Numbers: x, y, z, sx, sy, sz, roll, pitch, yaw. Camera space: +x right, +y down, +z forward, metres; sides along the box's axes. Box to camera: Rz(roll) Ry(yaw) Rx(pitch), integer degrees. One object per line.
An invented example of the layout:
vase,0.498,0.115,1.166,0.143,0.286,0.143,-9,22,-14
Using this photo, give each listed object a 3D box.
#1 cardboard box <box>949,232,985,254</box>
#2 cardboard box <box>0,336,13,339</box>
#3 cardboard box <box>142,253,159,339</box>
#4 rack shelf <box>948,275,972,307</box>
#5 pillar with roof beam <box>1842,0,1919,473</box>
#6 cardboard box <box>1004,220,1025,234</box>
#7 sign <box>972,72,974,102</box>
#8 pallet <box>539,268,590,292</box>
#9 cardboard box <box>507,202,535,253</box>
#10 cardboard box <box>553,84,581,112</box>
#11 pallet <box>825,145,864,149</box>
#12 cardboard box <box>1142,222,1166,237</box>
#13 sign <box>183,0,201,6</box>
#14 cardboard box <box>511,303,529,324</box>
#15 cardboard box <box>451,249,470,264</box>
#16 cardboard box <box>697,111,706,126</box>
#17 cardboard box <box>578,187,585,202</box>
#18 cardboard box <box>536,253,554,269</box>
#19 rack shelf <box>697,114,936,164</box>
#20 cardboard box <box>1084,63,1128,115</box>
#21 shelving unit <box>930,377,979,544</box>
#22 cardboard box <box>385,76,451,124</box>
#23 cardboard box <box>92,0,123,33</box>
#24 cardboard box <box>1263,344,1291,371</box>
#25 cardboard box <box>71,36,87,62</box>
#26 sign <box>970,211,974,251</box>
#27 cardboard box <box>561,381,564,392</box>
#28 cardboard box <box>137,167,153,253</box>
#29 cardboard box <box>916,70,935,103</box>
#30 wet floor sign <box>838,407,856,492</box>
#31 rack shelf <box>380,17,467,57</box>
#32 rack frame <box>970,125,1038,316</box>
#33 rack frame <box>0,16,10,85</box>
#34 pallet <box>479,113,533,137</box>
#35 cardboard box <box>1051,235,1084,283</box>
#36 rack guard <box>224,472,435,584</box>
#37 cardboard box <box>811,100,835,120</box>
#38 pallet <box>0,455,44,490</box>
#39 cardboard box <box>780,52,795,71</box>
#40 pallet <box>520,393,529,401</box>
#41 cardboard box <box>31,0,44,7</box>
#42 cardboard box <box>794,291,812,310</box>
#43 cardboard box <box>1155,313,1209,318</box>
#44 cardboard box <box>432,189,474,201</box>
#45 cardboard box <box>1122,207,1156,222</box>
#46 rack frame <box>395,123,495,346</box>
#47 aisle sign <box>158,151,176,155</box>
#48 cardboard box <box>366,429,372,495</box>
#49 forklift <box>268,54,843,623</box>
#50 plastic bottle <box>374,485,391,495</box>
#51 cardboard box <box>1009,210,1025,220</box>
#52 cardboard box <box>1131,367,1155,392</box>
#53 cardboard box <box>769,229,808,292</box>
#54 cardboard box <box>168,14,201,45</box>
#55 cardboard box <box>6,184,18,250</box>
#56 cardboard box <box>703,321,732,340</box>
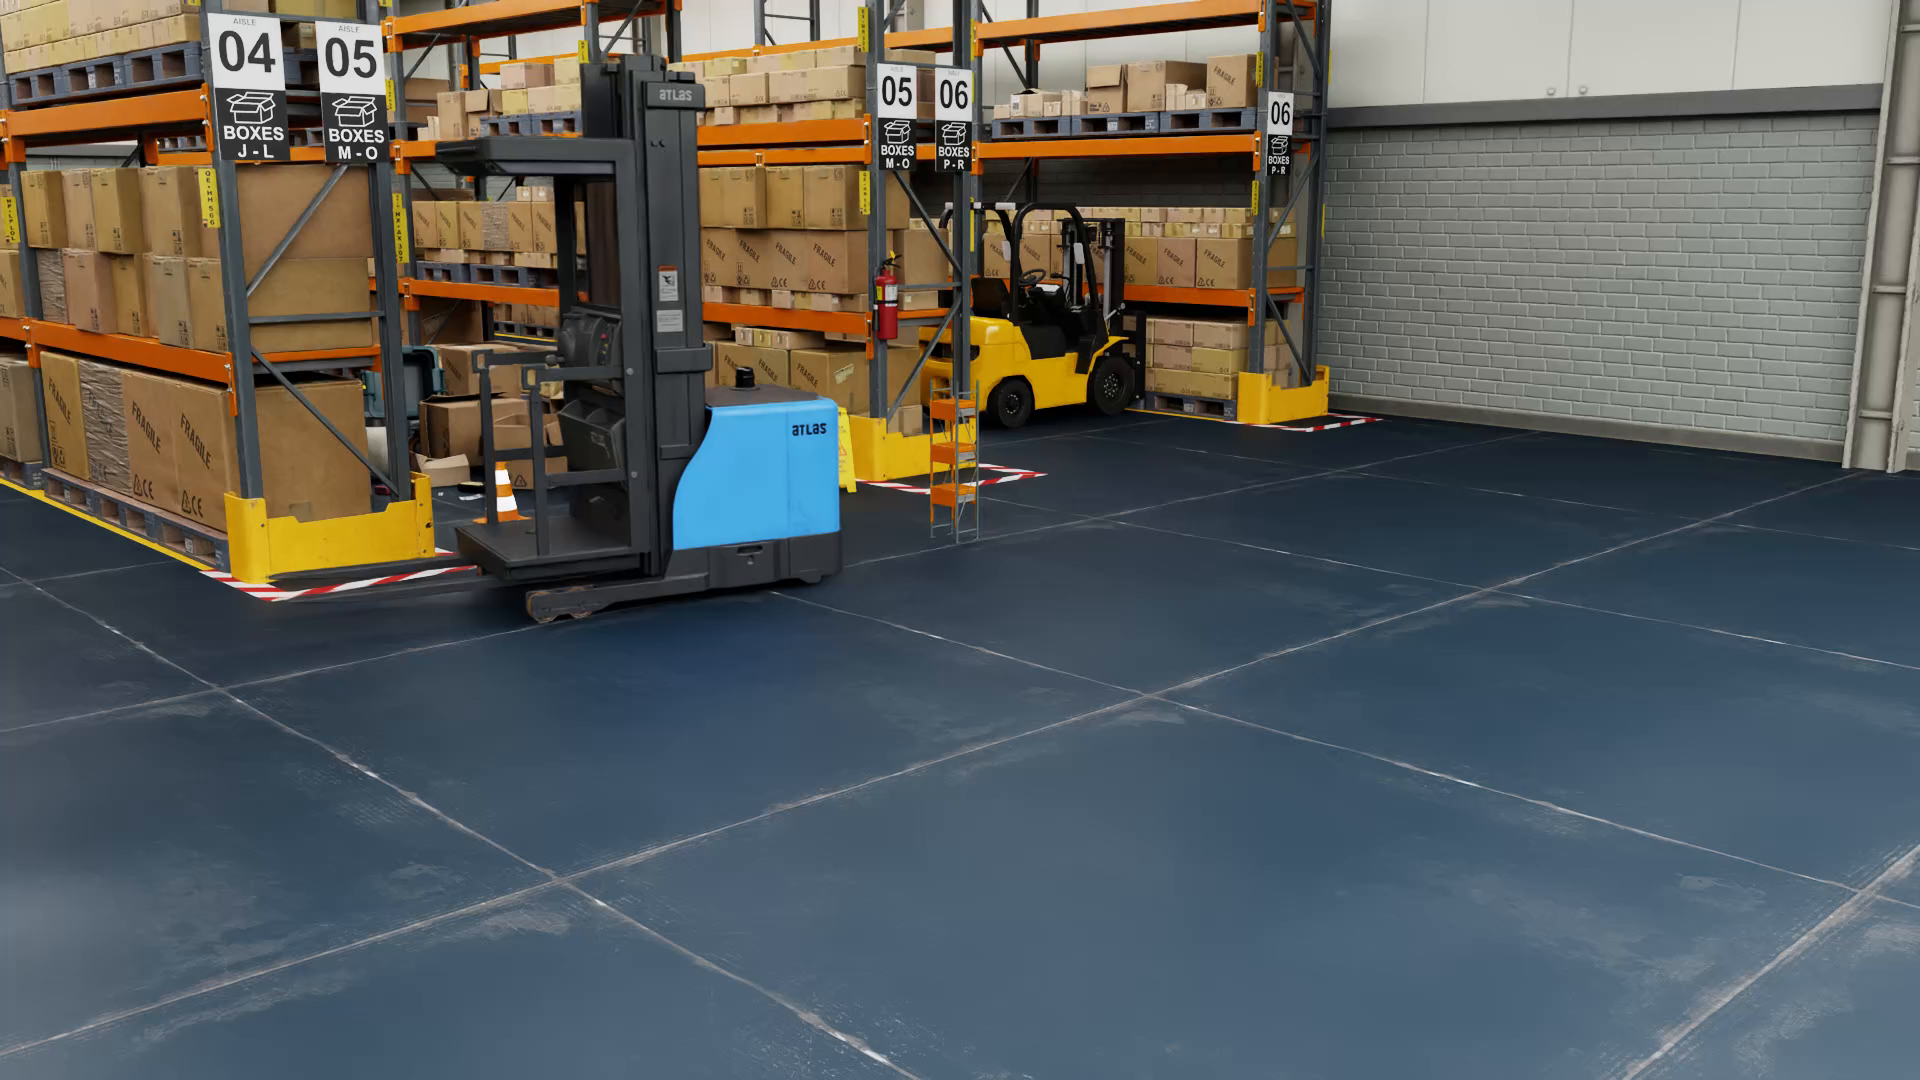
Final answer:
cardboard box,-0.015,-3.505,19.625,0.500,0.250,0.500,-11,16,-44
cardboard box,-8.995,-1.487,15.232,1.050,0.750,0.750,-11,16,-43
cardboard box,-4.807,-1.615,10.946,0.875,0.550,0.550,-11,16,-43
rack shelf,-0.872,-3.237,20.975,1.077,0.370,4.000,-11,16,-43
pillar with roof beam,4.472,-4.404,9.987,9.100,9.000,0.400,-11,16,-43
cardboard box,0.719,-3.544,18.824,0.380,0.149,0.250,-10,16,-41
sign,0.123,-5.097,18.725,0.100,0.325,0.005,-11,16,-43
pallet,-3.501,-2.644,16.784,1.003,0.211,1.213,-11,16,-43
cardboard box,-4.259,-3.190,16.935,0.500,0.500,0.500,-10,15,-41
cardboard box,-3.586,-4.272,16.111,0.500,0.250,0.500,-11,16,-44
pallet,-0.945,-5.009,20.825,1.003,0.211,1.213,-10,15,-40
cardboard box,2.115,-3.242,17.359,0.250,0.149,0.380,11,16,43
sign,-4.228,-3.108,9.131,0.100,0.325,0.005,-11,16,-43
cardboard box,-6.862,-3.798,27.066,0.700,0.500,0.500,-10,15,-40
cardboard box,-5.249,-3.063,17.929,0.380,0.149,0.250,-11,16,-42
cardboard box,-2.214,-3.672,14.489,0.380,0.149,0.250,-11,16,-44
cardboard box,-3.972,-3.586,17.250,0.380,0.149,0.250,-10,15,-39
cardboard box,-4.007,-2.799,16.643,0.380,0.149,0.250,-11,16,-43
rack shelf,-1.697,-3.431,14.478,1.077,0.370,4.000,-11,16,-43
cardboard box,1.778,-4.773,17.668,0.797,0.503,0.637,-10,15,-41
shelving unit,-0.037,-0.522,10.843,0.215,1.050,0.252,-11,16,-43
cardboard box,-6.210,-4.949,18.768,0.637,0.503,0.797,11,16,42
cardboard box,-5.057,-3.292,10.371,0.500,0.250,0.500,-11,16,-43
cardboard box,3.097,-1.916,17.310,0.500,0.250,0.500,-11,16,-42
cardboard box,-5.533,-3.179,10.811,0.380,0.149,0.250,-11,16,-42
sign,0.076,-2.522,13.572,0.100,0.325,0.005,-11,16,-43
cardboard box,-3.442,-1.601,16.718,0.950,0.372,0.625,-11,16,-42
cardboard box,-4.789,-2.147,10.853,0.875,0.550,0.550,-11,16,-43
cardboard box,-0.470,-3.674,13.511,0.500,0.250,0.500,-11,16,-44
wet floor sign,-0.959,-0.692,12.671,0.267,0.644,0.232,-5,13,-23
rack shelf,-7.222,-5.871,19.883,1.077,0.370,4.000,-11,16,-43
rack frame,0.509,-3.298,19.485,1.000,3.000,0.127,-11,16,-43
rack frame,-6.589,-4.839,12.100,1.000,3.000,0.127,-11,16,-43
pallet,-4.146,-4.239,17.084,1.213,0.211,1.003,-11,16,-43
cardboard box,1.349,-3.098,18.269,0.500,0.500,0.500,-11,16,-43
rack guard,-3.810,-0.090,10.107,1.175,0.500,0.348,-11,16,-43
cardboard box,-0.960,-3.413,13.232,0.380,0.149,0.250,-11,16,-42
pallet,-7.176,-0.638,13.483,1.003,0.211,1.213,-11,16,-43
cardboard box,-1.241,-3.889,13.565,0.380,0.149,0.250,-11,16,-42
pallet,-4.464,-1.531,17.822,1.003,0.211,1.213,-11,16,-43
cardboard box,-6.056,-3.681,11.268,0.380,0.149,0.250,-11,16,-43
cardboard box,-1.146,-1.986,13.738,0.380,0.149,0.250,-11,16,-44
cardboard box,2.391,-2.306,17.967,0.500,0.250,0.500,-11,16,-43
cardboard box,-6.004,-3.834,19.363,0.500,0.500,0.500,11,16,43
cardboard box,1.918,-3.422,17.494,0.380,0.149,0.250,-10,16,-41
rack frame,-5.841,-3.189,18.959,1.000,3.000,0.127,-11,16,-43
aisle sign,-11.625,-5.600,24.218,0.394,0.787,0.004,-11,16,-43
cardboard box,-4.774,-0.595,12.552,0.500,0.500,0.500,-8,14,-33
forklift,-2.215,-1.119,9.079,3.031,2.935,1.130,-7,13,-30
plastic bottle,-4.316,-0.397,12.689,0.133,0.061,0.283,6,13,26
cardboard box,0.774,-3.699,18.841,0.380,0.149,0.250,-11,16,-42
cardboard box,2.043,-1.746,17.725,0.500,0.250,0.500,-11,16,-42
cardboard box,-1.232,-2.331,13.808,0.500,0.500,0.500,-11,16,-42
cardboard box,-4.301,-2.919,9.549,0.380,0.149,0.250,-11,16,-43
cardboard box,-6.936,-2.511,12.942,0.700,0.500,0.500,-11,16,-44
cardboard box,-2.279,-1.886,14.938,0.380,0.149,0.250,-10,15,-39
